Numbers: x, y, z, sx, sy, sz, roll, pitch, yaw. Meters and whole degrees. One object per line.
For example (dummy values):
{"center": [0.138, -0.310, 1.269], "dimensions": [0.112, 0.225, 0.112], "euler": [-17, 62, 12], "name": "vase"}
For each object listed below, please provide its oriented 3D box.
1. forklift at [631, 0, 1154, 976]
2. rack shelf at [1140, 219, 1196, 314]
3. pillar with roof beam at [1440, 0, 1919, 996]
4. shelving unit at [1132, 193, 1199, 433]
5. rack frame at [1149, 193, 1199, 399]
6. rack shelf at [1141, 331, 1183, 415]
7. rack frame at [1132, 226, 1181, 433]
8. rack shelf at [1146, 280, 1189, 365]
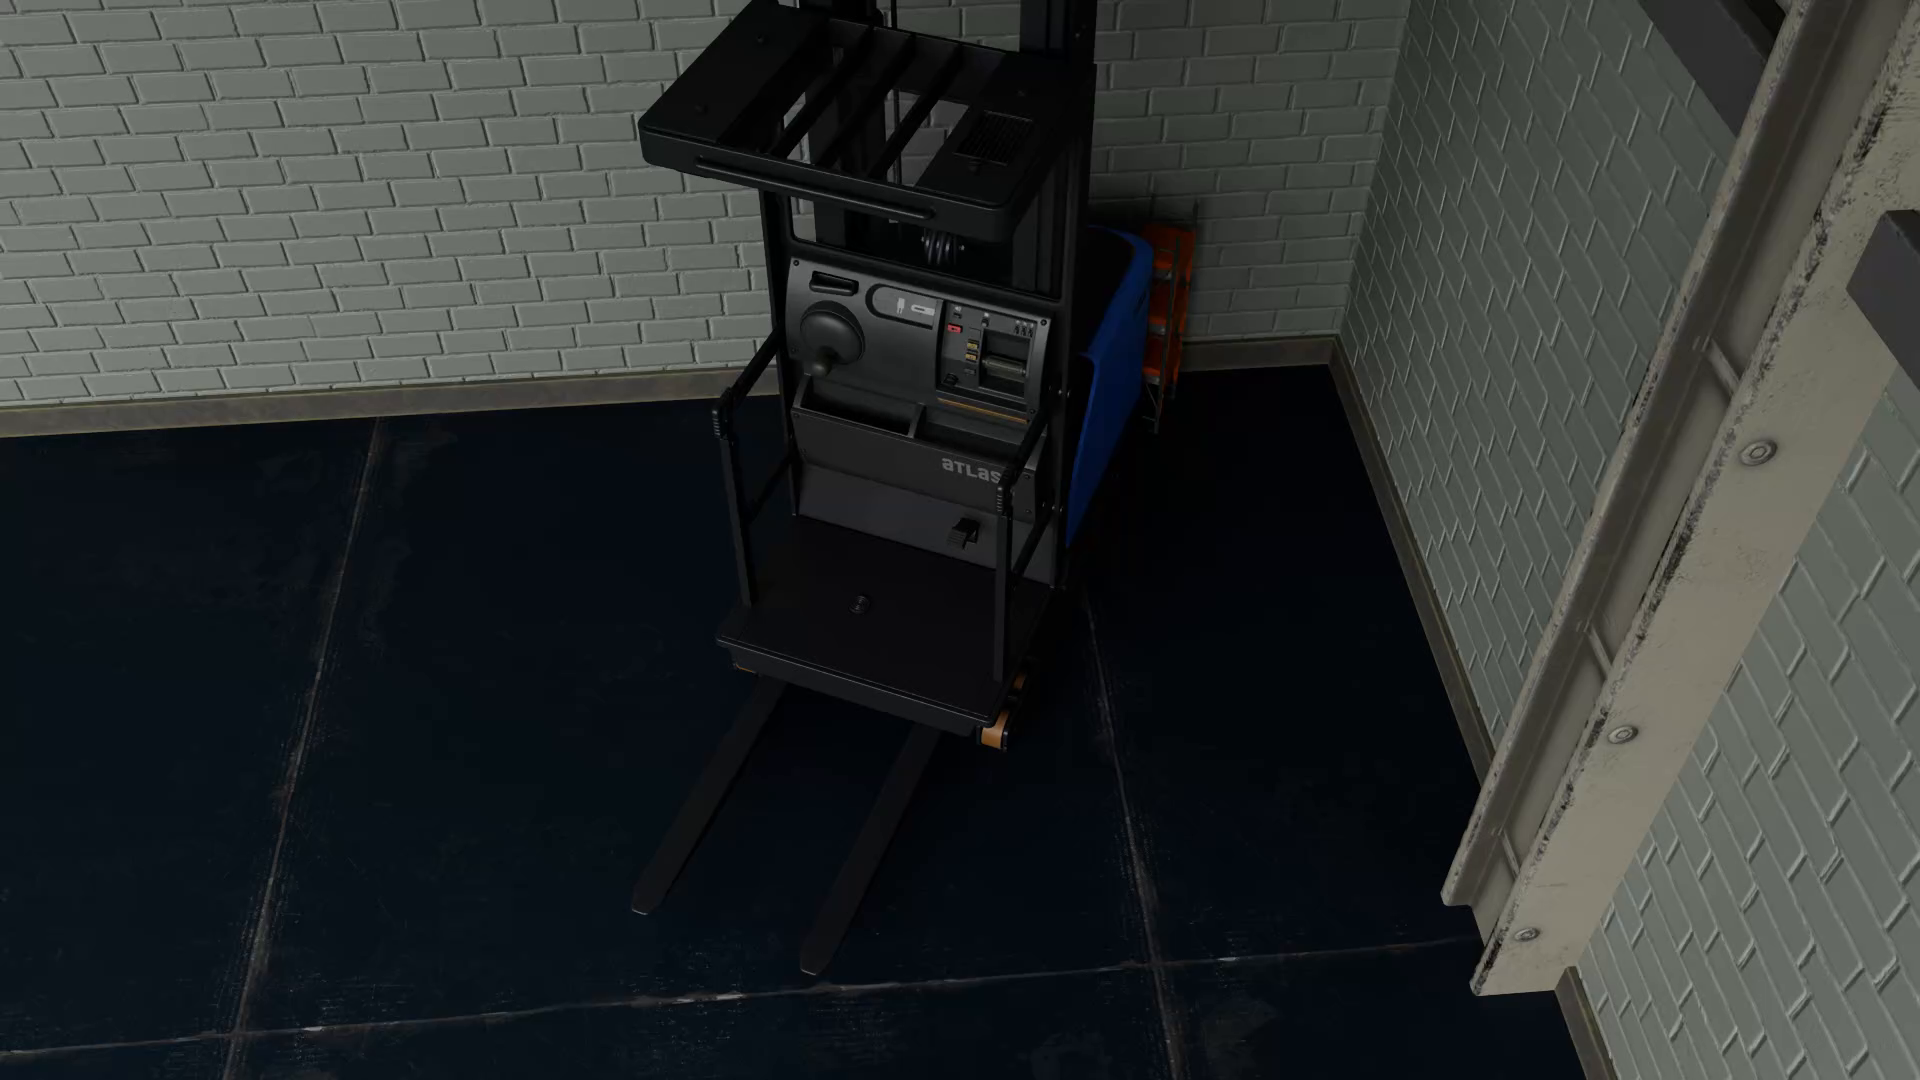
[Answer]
{"center": [-0.223, -0.586, 5.423], "dimensions": [1.130, 2.935, 3.031], "euler": [16, 49, 14], "name": "forklift"}
{"center": [0.826, -1.130, 6.857], "dimensions": [0.215, 0.259, 0.240], "euler": [17, 49, 15], "name": "rack shelf"}
{"center": [-2.463, -1.487, 2.097], "dimensions": [9.100, 9.000, 0.400], "euler": [-3, 47, -3], "name": "pillar with roof beam"}
{"center": [0.826, -0.942, 7.055], "dimensions": [0.215, 1.050, 0.252], "euler": [17, 49, 15], "name": "shelving unit"}
{"center": [0.873, -1.024, 7.133], "dimensions": [0.200, 1.050, 0.008], "euler": [17, 49, 15], "name": "rack frame"}
{"center": [0.826, -0.743, 7.265], "dimensions": [0.215, 0.259, 0.240], "euler": [17, 49, 15], "name": "rack shelf"}
{"center": [0.779, -0.860, 6.978], "dimensions": [0.200, 1.050, 0.008], "euler": [17, 49, 15], "name": "rack frame"}
{"center": [0.826, -0.935, 7.063], "dimensions": [0.215, 0.259, 0.240], "euler": [17, 49, 15], "name": "rack shelf"}
